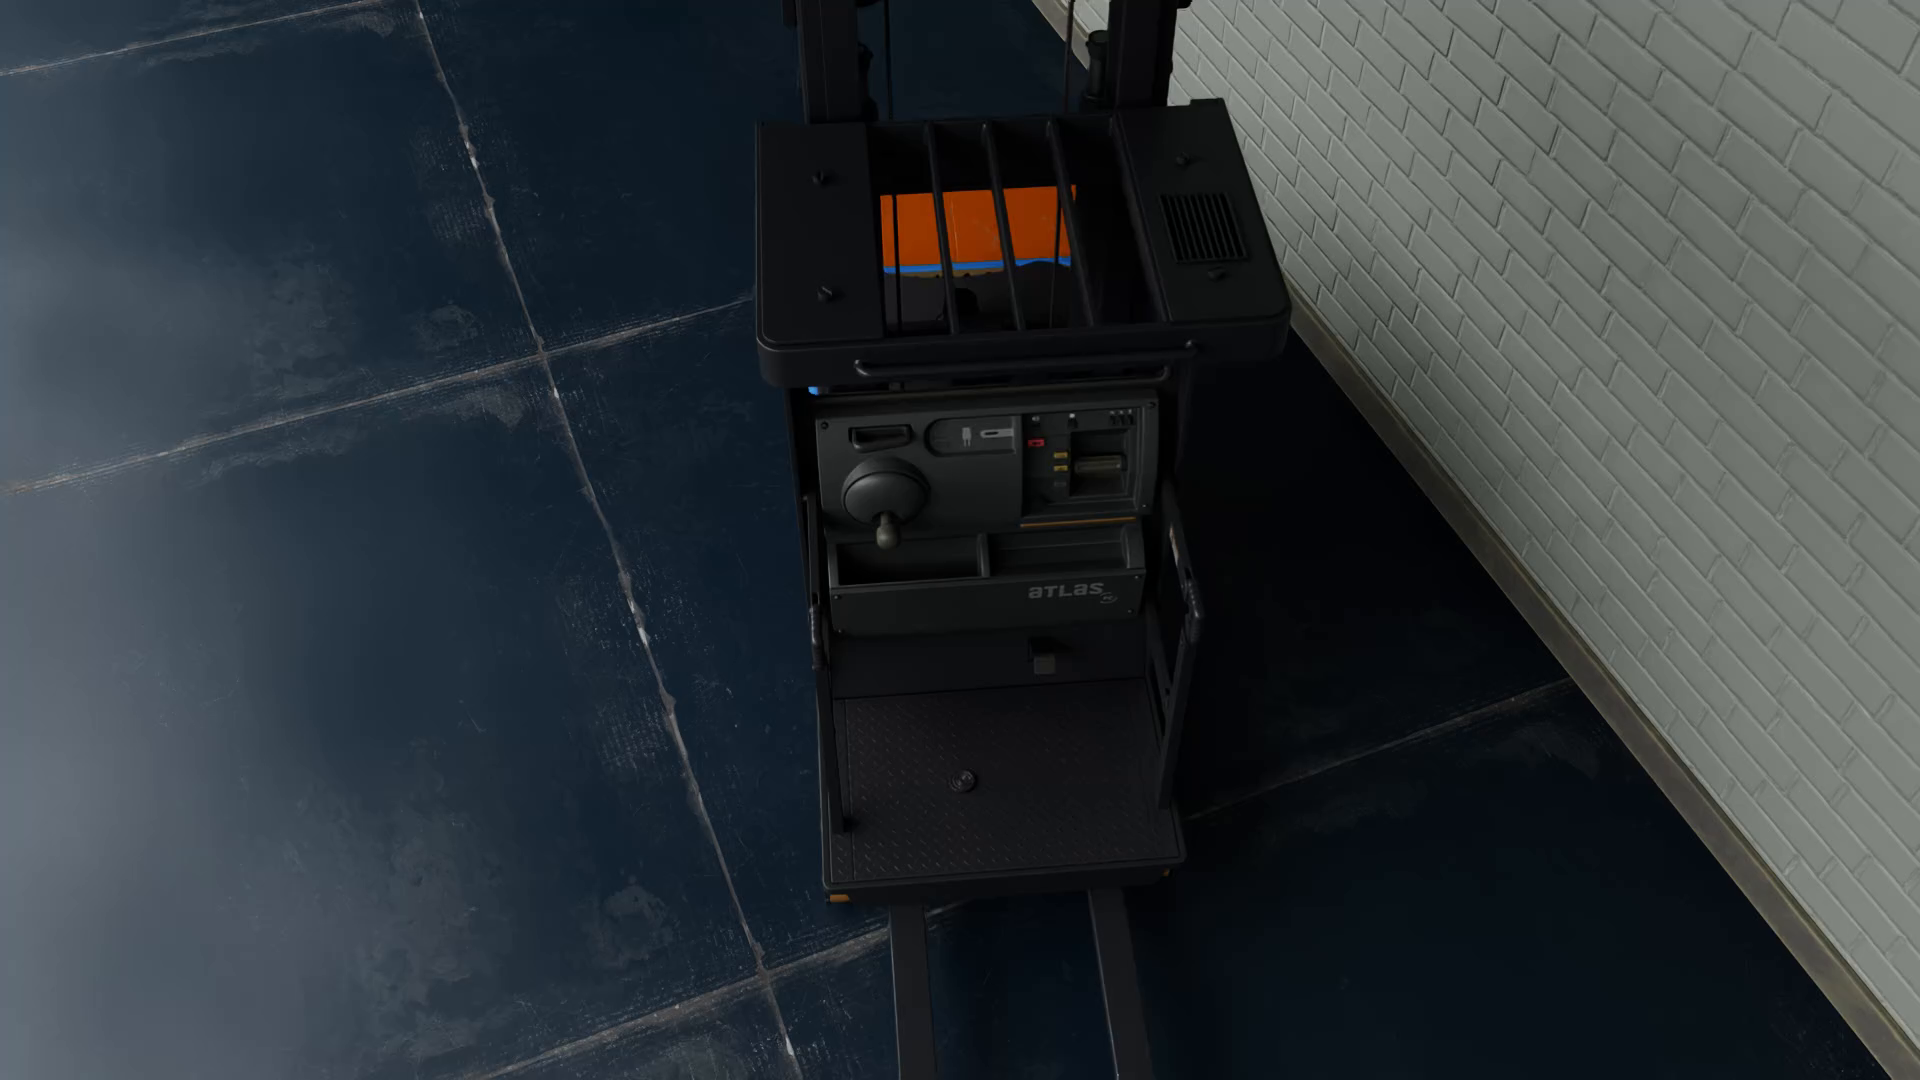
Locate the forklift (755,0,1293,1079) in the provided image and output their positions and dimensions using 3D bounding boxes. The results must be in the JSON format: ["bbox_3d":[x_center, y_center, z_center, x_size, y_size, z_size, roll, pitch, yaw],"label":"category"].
[{"bbox_3d":[0.099,-0.088,4.393,1.130,2.935,3.031,-4,49,-3],"label":"forklift"}]

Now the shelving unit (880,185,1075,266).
[{"bbox_3d":[-0.024,-0.865,6.252,1.048,1.125,0.538,-3,49,-3],"label":"shelving unit"}]

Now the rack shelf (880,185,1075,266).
[{"bbox_3d":[-0.024,-1.056,6.030,1.000,0.278,0.538,-3,49,-3],"label":"rack shelf"}]
